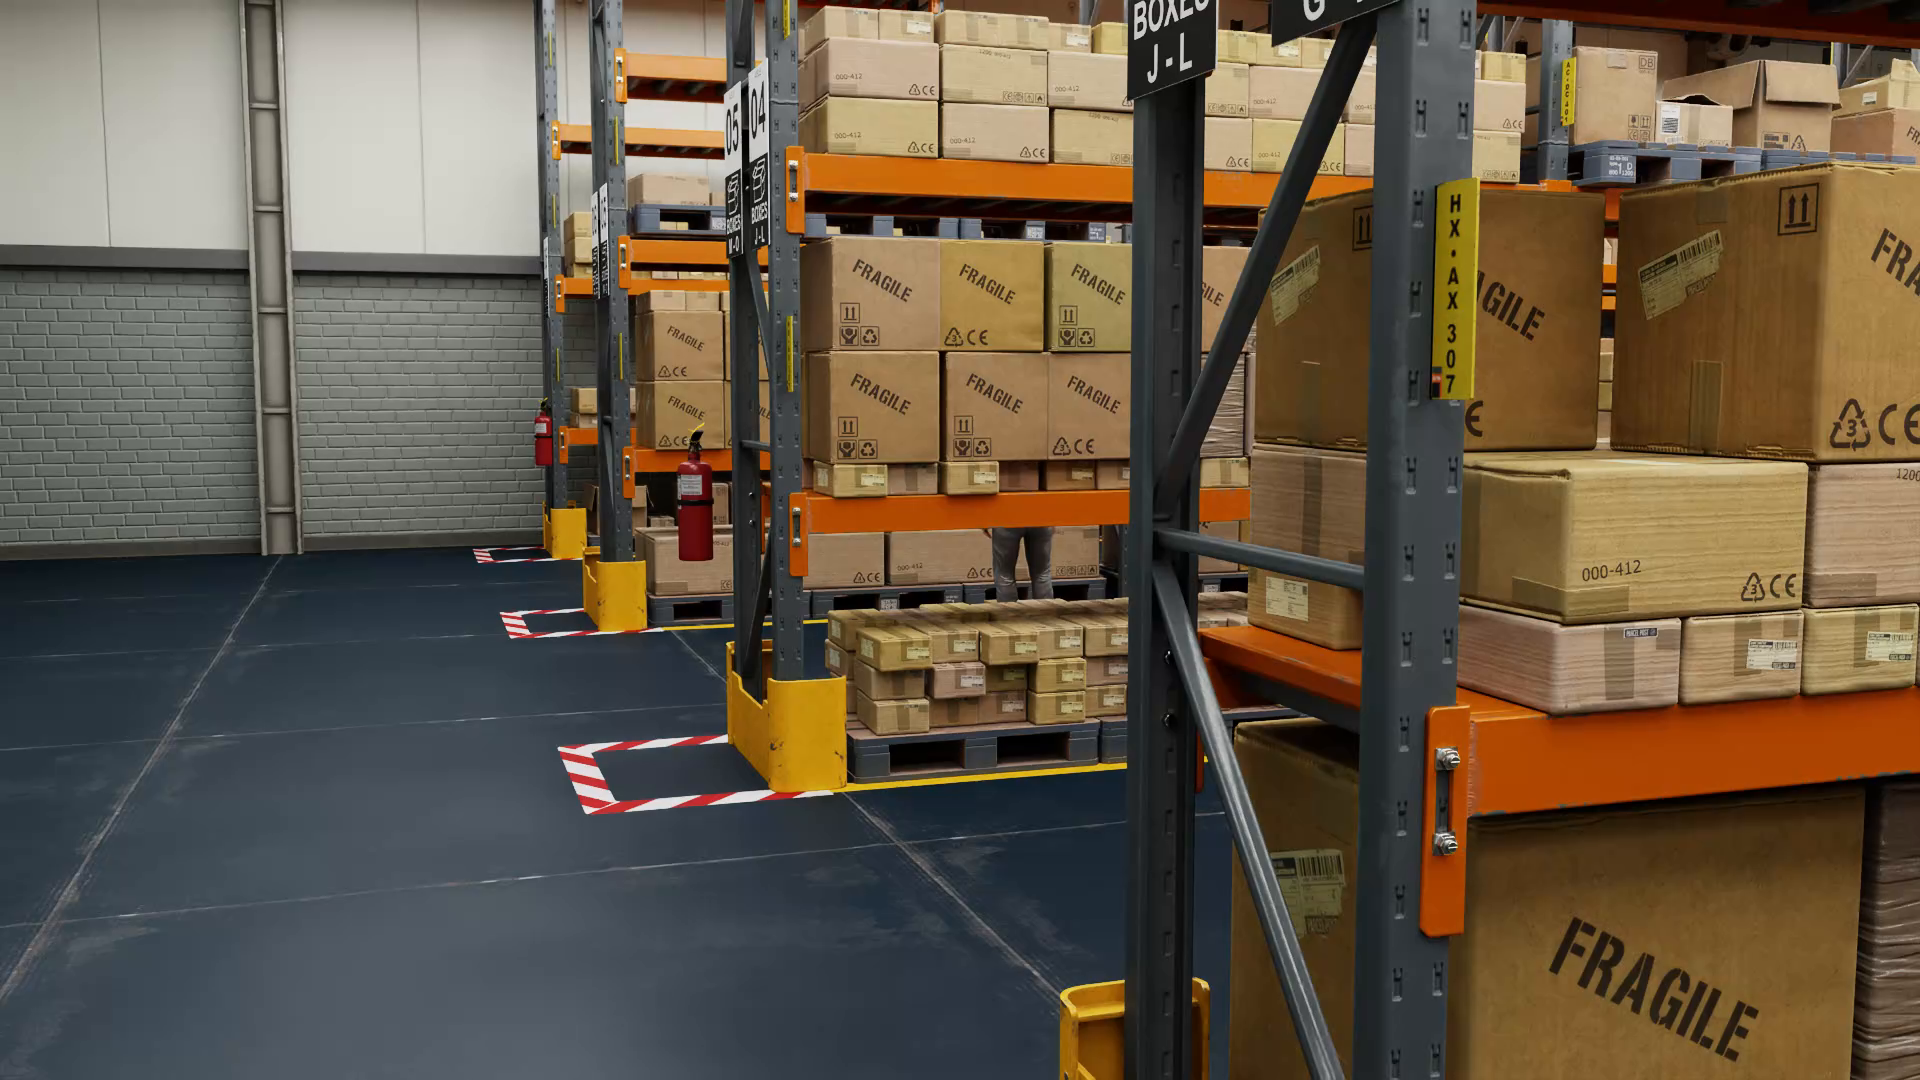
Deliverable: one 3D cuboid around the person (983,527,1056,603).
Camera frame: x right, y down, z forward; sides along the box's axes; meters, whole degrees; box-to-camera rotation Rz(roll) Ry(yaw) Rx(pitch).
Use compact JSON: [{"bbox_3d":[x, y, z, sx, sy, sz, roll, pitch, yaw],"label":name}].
[{"bbox_3d":[0.419,-0.174,11.433,0.581,1.771,0.464,-2,6,-19],"label":"person"}]
